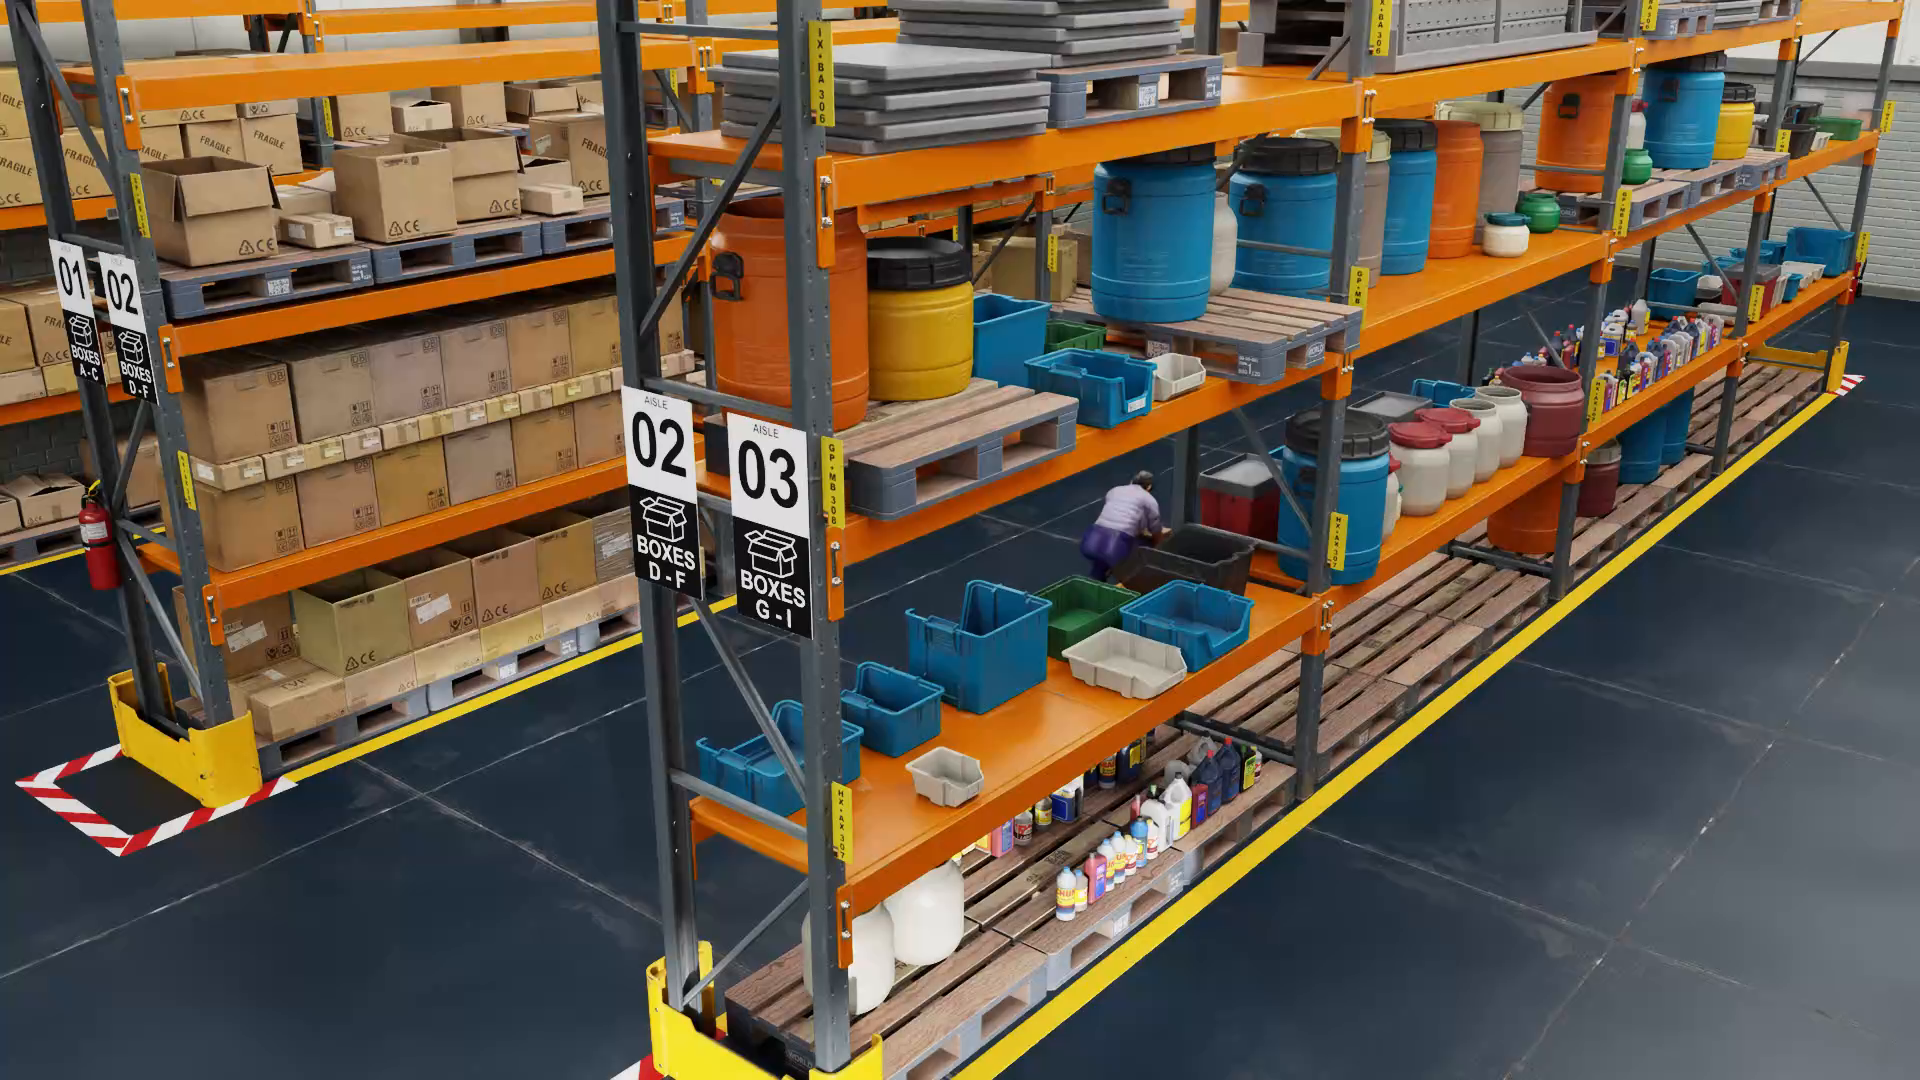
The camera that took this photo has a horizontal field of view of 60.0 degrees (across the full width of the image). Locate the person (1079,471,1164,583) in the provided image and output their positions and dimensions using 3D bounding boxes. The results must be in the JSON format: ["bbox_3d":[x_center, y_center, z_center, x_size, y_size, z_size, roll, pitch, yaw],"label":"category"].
[{"bbox_3d":[1.252,0.004,12.629,0.509,0.938,0.861,15,25,35],"label":"person"}]
